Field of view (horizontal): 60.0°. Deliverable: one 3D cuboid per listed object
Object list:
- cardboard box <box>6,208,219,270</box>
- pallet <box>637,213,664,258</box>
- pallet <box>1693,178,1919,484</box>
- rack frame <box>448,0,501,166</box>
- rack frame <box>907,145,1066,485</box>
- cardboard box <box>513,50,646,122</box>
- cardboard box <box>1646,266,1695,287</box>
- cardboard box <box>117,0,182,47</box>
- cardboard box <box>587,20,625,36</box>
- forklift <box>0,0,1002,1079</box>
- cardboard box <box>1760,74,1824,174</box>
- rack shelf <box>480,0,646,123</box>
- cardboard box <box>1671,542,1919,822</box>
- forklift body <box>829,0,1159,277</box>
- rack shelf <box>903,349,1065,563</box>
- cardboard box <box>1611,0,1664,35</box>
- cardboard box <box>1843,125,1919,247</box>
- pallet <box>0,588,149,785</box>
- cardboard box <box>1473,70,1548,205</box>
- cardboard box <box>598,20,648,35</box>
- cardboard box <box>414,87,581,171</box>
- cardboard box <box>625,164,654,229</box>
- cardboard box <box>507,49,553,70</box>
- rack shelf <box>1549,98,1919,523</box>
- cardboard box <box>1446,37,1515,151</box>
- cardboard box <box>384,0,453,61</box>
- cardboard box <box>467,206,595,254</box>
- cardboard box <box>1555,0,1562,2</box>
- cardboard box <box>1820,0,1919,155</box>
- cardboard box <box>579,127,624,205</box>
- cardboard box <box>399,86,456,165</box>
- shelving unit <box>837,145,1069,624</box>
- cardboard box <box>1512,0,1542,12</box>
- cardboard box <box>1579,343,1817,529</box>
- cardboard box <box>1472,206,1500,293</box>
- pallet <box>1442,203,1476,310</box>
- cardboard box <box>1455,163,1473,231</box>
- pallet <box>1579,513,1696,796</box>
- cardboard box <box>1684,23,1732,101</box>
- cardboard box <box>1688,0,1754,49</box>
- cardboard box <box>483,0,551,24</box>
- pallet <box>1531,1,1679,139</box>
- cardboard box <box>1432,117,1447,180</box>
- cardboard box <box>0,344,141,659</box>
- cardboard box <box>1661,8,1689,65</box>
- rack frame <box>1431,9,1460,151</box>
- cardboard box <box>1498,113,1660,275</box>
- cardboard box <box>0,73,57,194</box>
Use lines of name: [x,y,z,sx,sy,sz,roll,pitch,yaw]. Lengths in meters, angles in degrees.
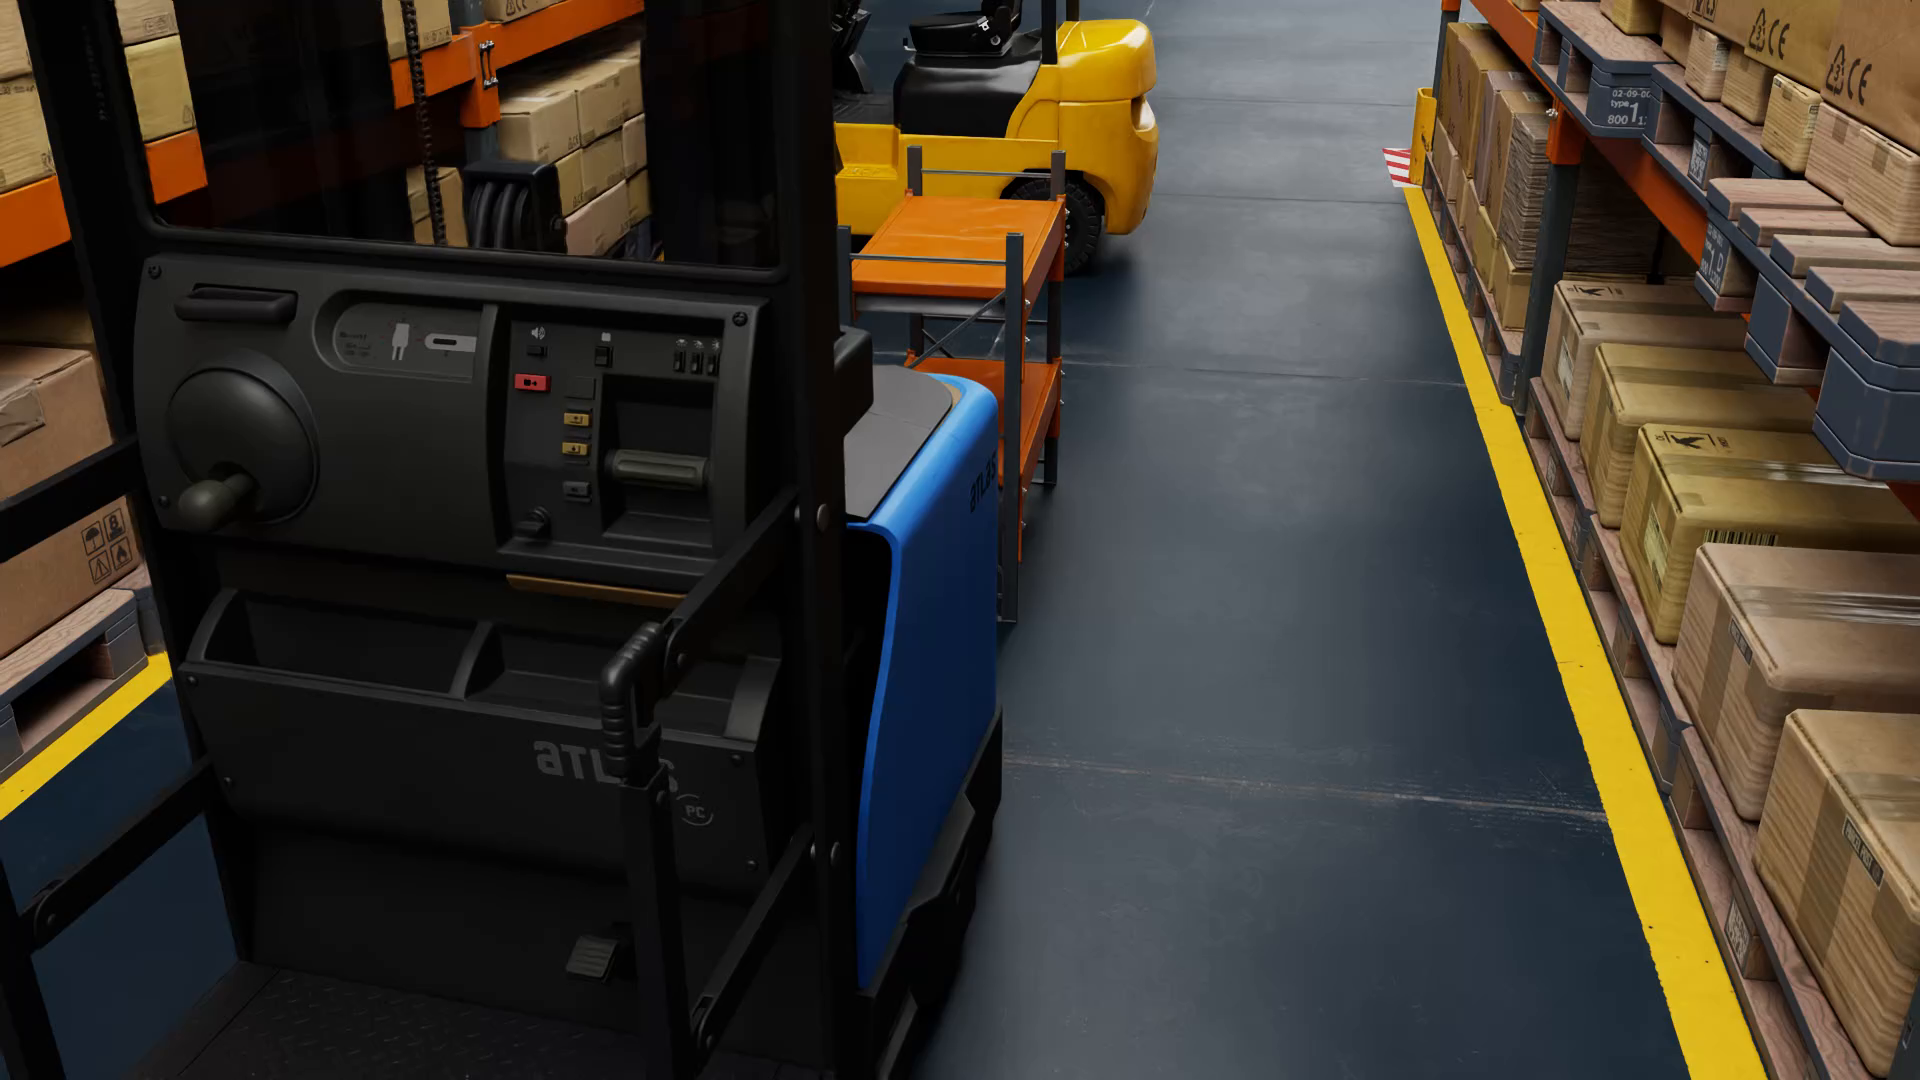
cardboard box: [-2.522,-0.716,5.548,0.875,0.625,0.625,4,25,8]
pallet: [-1.946,-1.723,8.682,1.003,0.211,1.213,4,25,9]
pallet: [1.941,-0.348,2.681,1.213,0.211,1.003,4,25,9]
rack frame: [-2.314,-2.145,6.293,1.000,3.000,0.127,4,25,9]
rack frame: [0.082,-0.719,5.460,0.500,1.125,0.032,4,25,9]
cardboard box: [-1.762,-2.145,7.863,0.500,0.250,0.500,5,26,10]
cardboard box: [2.946,-0.975,6.543,0.500,0.250,0.500,3,25,6]
cardboard box: [-2.409,-1.441,4.378,0.500,0.250,0.500,4,25,9]
cardboard box: [-2.096,-2.610,8.856,0.500,0.250,0.500,4,25,8]
forklift: [-0.768,-0.140,2.091,1.130,2.935,3.031,6,26,13]
cardboard box: [1.801,-0.806,3.234,0.380,0.149,0.250,4,25,9]
rack shelf: [-1.987,-2.655,8.233,1.077,0.370,4.000,4,25,9]
cardboard box: [2.145,0.326,3.620,0.950,0.372,0.625,4,25,8]
forklift body: [-0.170,-2.514,8.083,2.313,2.155,1.214,4,25,9]
rack shelf: [-0.001,-0.285,5.109,0.538,0.278,1.000,4,25,9]
cardboard box: [2.132,-1.566,4.857,0.380,0.149,0.250,5,25,10]
cardboard box: [1.721,-0.585,2.762,0.380,0.149,0.250,4,25,8]
pallet: [-2.795,0.450,4.040,1.003,0.211,1.213,4,25,9]
cardboard box: [2.579,-1.779,7.376,0.500,0.500,0.500,5,26,11]
cardboard box: [-1.578,-2.575,8.782,0.500,0.250,0.500,4,25,9]
cardboard box: [-1.925,-1.723,6.961,0.500,0.250,0.500,4,25,8]
cardboard box: [-1.772,-1.698,8.088,0.500,0.250,0.500,4,25,9]
cardboard box: [-2.260,-2.185,7.949,0.500,0.250,0.500,4,25,9]
rack shelf: [2.257,-0.640,3.927,1.077,0.370,4.000,4,25,9]
cardboard box: [2.748,-2.213,8.302,0.500,0.500,0.500,3,25,7]
cardboard box: [-2.138,-1.848,5.836,0.500,0.250,0.500,5,25,10]
cardboard box: [-1.908,-1.269,7.170,0.500,0.250,0.500,4,25,9]
cardboard box: [2.335,-1.844,5.948,0.380,0.149,0.250,4,25,8]
cardboard box: [1.804,-0.926,2.726,0.500,0.500,0.500,4,25,8]
cardboard box: [-1.850,-1.708,7.518,0.500,0.250,0.500,4,25,8]
cardboard box: [-2.424,-1.762,7.044,0.500,0.250,0.500,5,25,10]
shelving unit: [-0.001,-0.507,5.005,0.538,1.125,1.048,4,25,9]
cardboard box: [2.498,-2.269,6.856,0.380,0.149,0.250,4,25,8]
cardboard box: [2.386,-0.282,4.918,0.950,0.372,0.625,6,26,12]
cardboard box: [2.492,-1.236,7.101,0.500,0.250,0.500,3,25,7]
pallet: [2.856,-1.334,7.852,1.003,0.211,1.213,4,25,9]
cardboard box: [2.665,-1.660,8.006,0.500,0.250,0.500,6,26,12]
pallet: [2.261,0.298,4.364,1.003,0.211,1.213,4,25,9]
cardboard box: [1.941,-1.126,3.919,0.380,0.149,0.250,5,26,11]
cardboard box: [1.975,-1.365,3.664,0.500,0.500,0.500,3,25,6]
cardboard box: [-1.984,-2.357,6.630,0.500,0.500,0.500,3,25,7]
pallet: [2.315,-1.406,4.941,1.003,0.211,1.213,4,25,9]
cardboard box: [2.833,-2.102,8.950,0.500,0.250,0.500,4,25,8]
cardboard box: [-2.753,-0.120,4.274,0.875,0.625,0.625,5,26,10]
cardboard box: [2.078,-1.337,4.369,0.380,0.149,0.250,4,25,9]
rack frame: [3.237,-3.475,9.136,1.000,3.000,0.127,4,25,9]
cardboard box: [2.416,-1.353,6.465,0.500,0.500,0.500,4,25,8]
cardboard box: [-2.490,-0.998,4.021,0.500,0.250,0.500,3,25,7]
